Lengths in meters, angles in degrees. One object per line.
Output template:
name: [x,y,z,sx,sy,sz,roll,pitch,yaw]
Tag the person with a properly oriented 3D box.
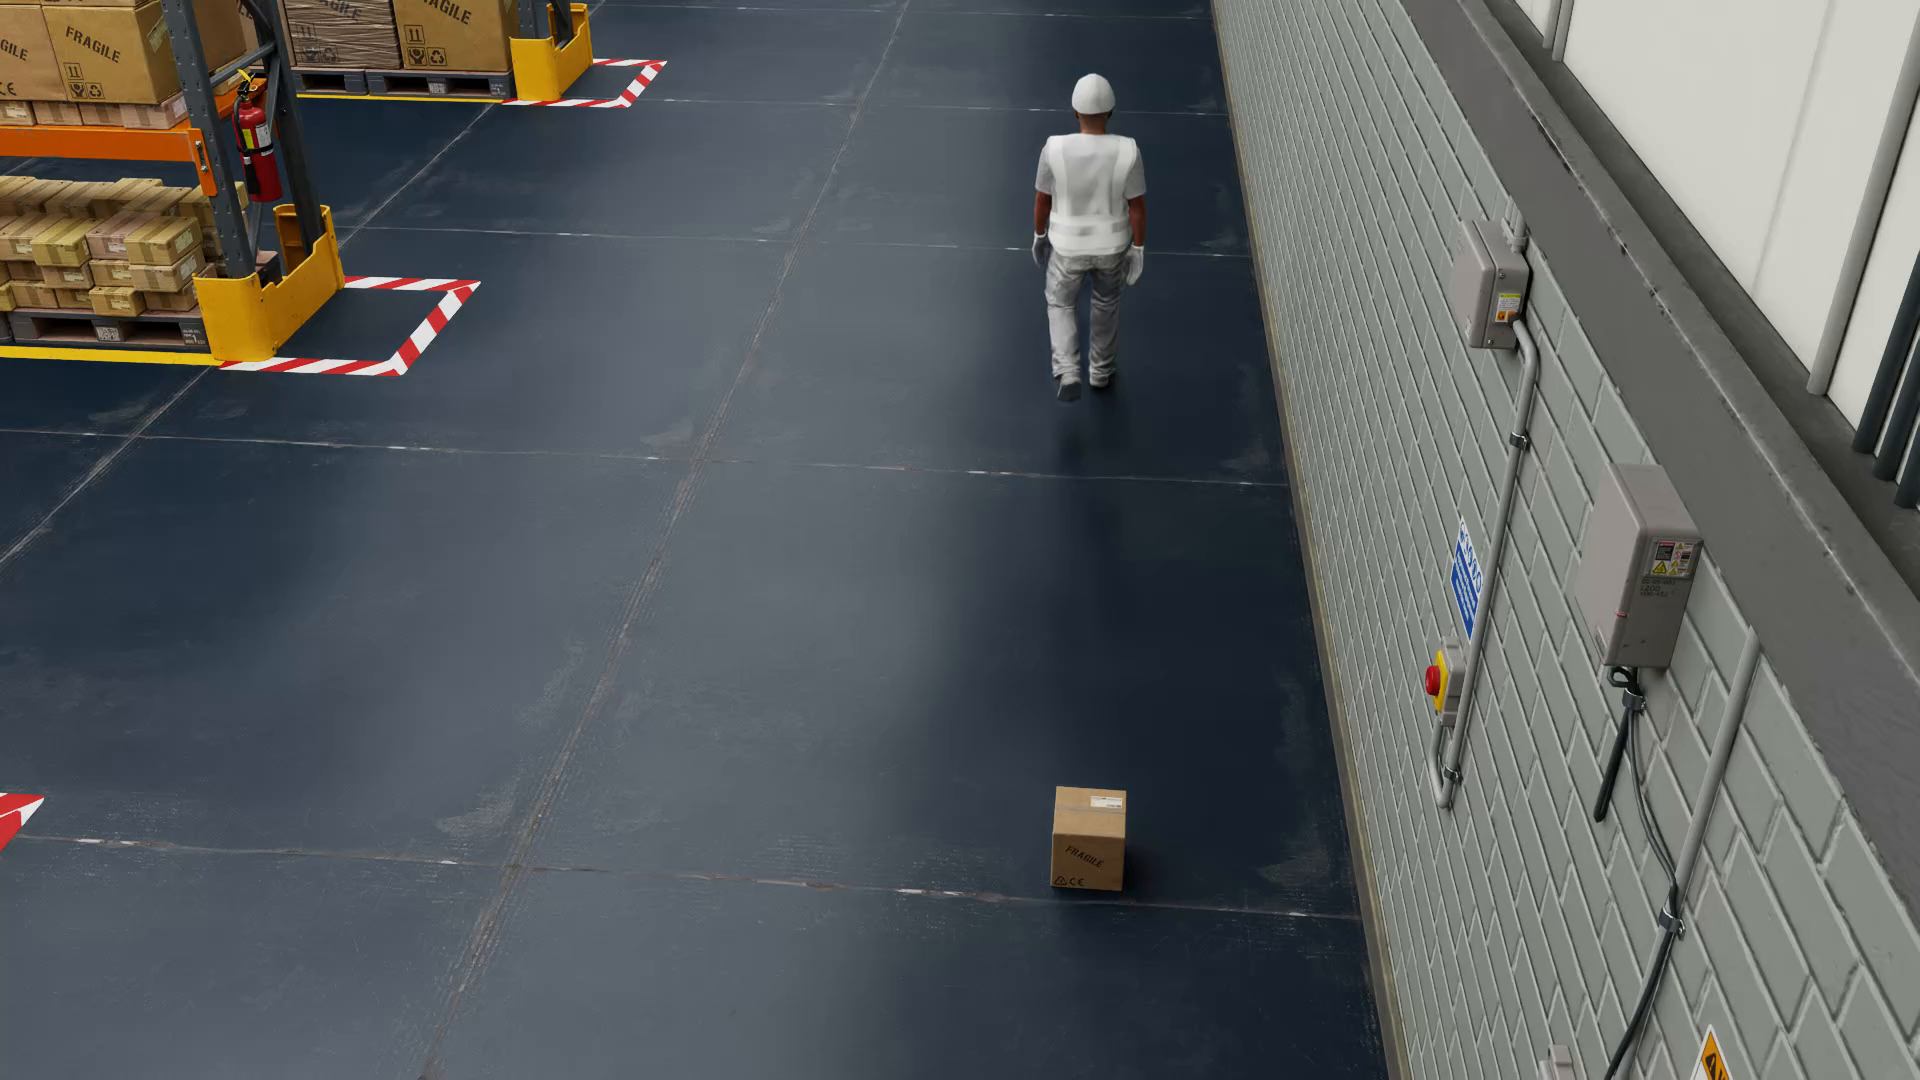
person: [0.664,-1.531,8.586,0.569,1.761,0.812,0,32,0]
